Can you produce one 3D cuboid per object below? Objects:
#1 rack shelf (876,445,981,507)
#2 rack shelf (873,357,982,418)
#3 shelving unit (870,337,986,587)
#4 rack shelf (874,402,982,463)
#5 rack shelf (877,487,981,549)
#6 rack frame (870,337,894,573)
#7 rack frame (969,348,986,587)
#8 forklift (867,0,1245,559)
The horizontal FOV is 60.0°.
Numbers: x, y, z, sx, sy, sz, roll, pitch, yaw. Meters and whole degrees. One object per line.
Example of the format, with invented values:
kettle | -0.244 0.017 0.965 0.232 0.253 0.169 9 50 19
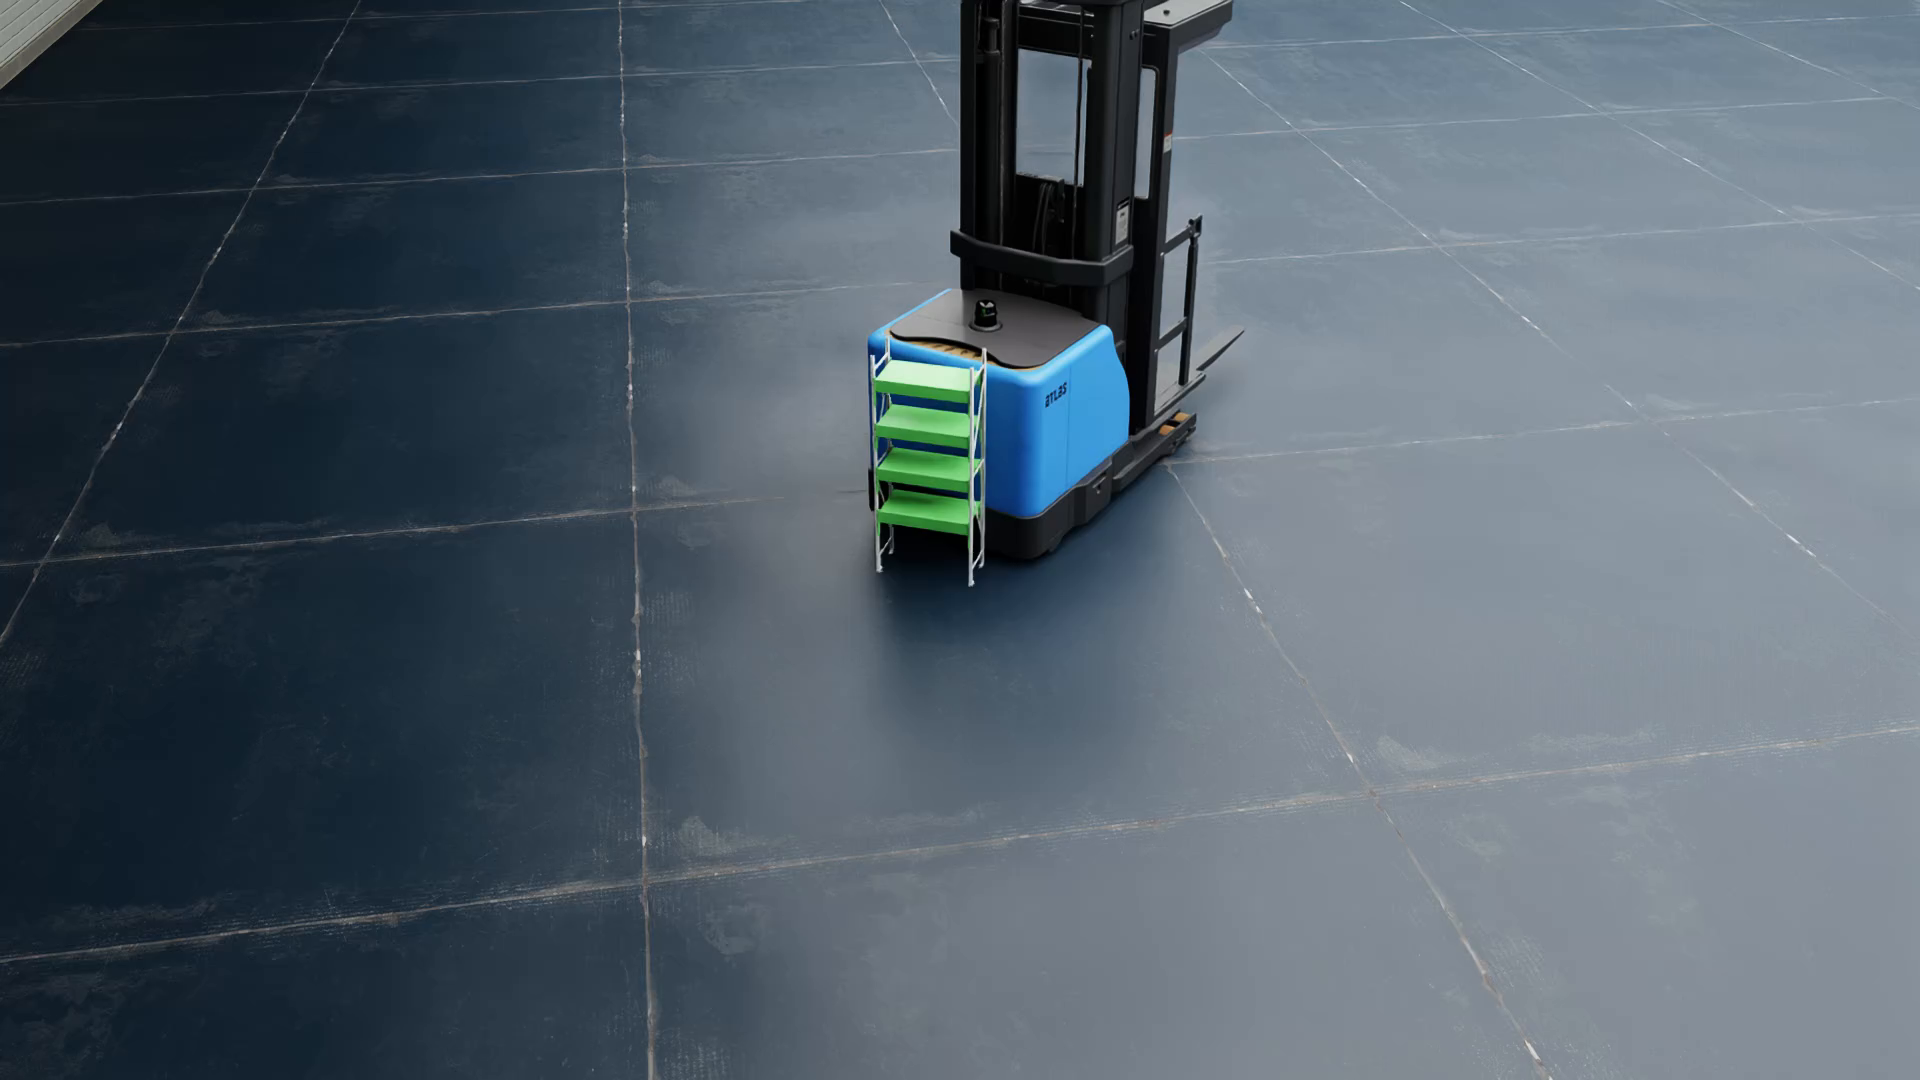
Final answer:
rack shelf | -0.149 -0.320 8.236 0.480 0.148 0.258 9 32 14
rack shelf | -0.149 -0.734 7.993 0.480 0.148 0.258 9 32 14
shelving unit | -0.149 -0.375 8.204 0.503 1.200 0.258 9 32 14
rack shelf | -0.149 -0.527 8.115 0.480 0.148 0.258 9 32 14
rack shelf | -0.149 -0.113 8.358 0.480 0.148 0.258 9 32 14
rack frame | -0.383 -0.410 8.264 0.015 1.200 0.240 9 32 14
rack frame | 0.085 -0.340 8.145 0.015 1.200 0.240 9 32 14
forklift | 0.727 -1.873 9.044 1.130 2.935 3.031 18 35 27
